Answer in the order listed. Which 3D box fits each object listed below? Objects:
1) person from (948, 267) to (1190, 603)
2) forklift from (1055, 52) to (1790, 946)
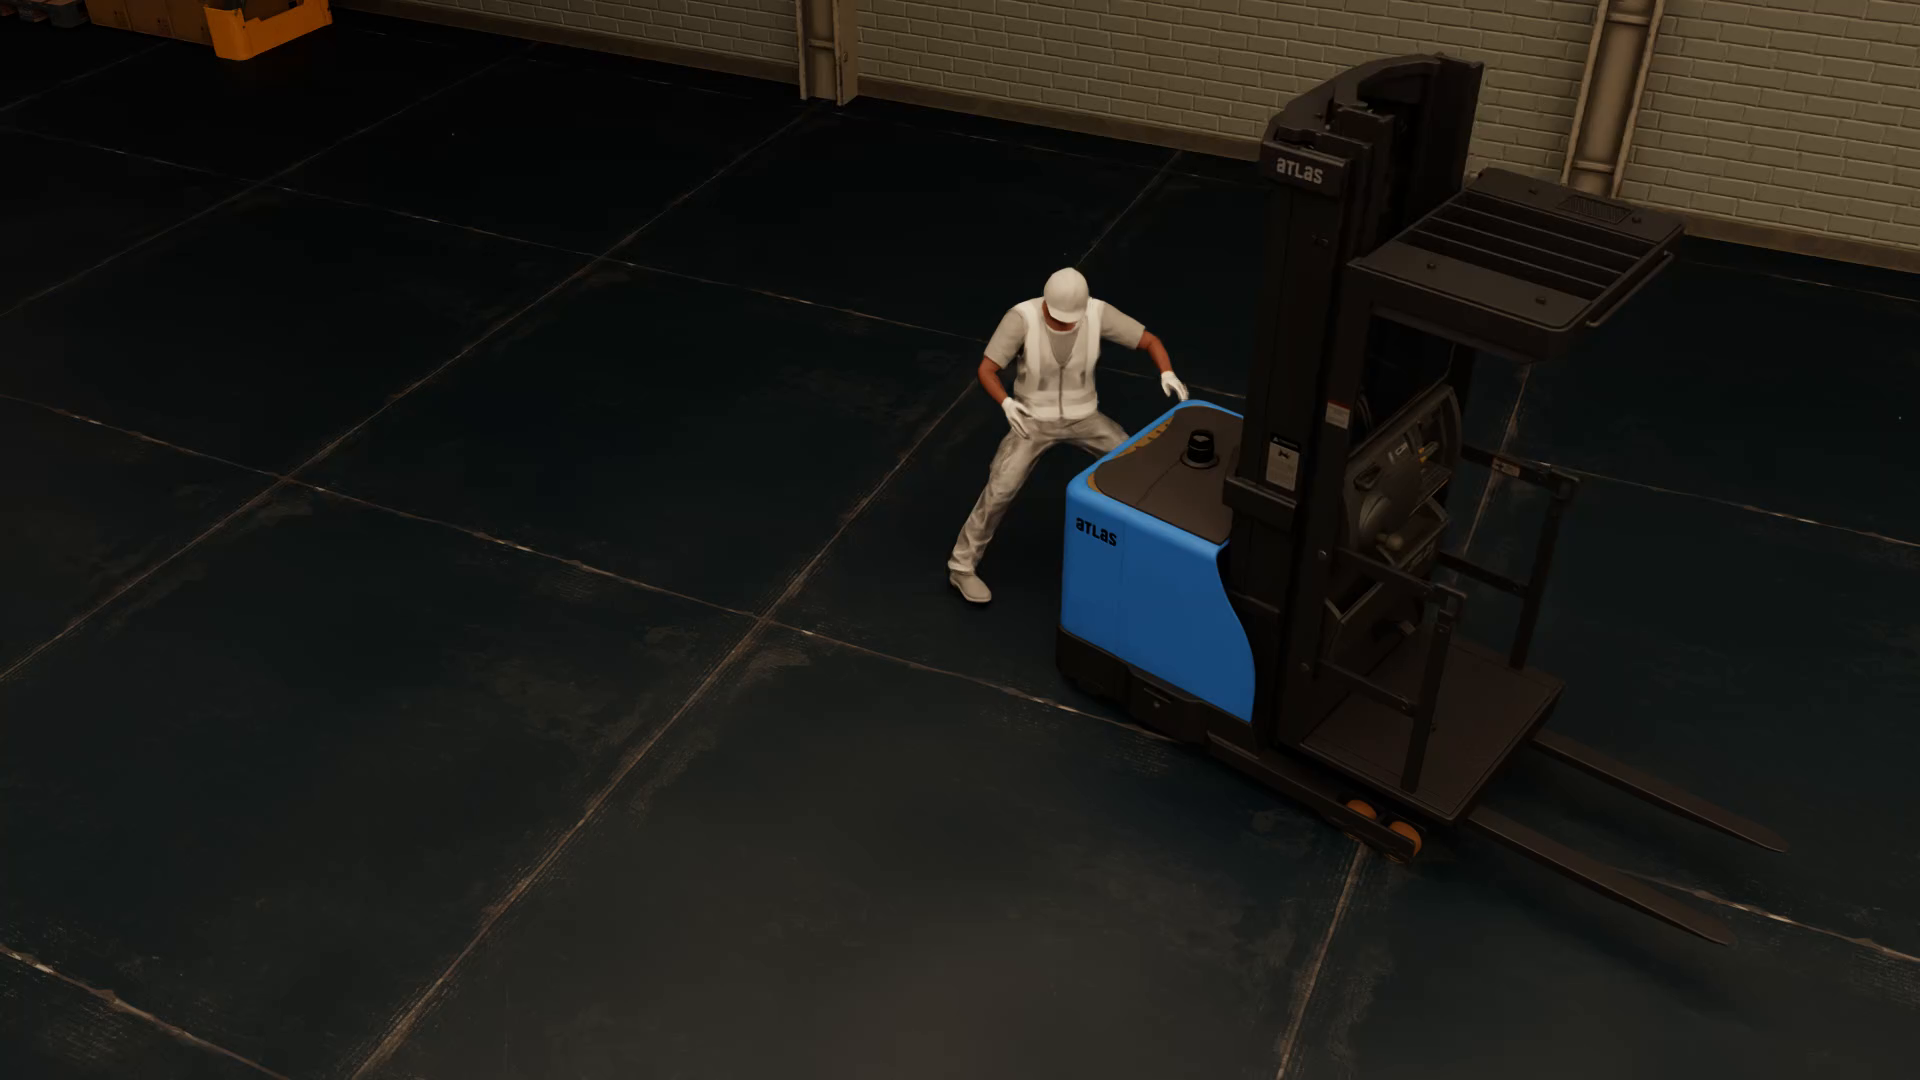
[{"bbox_3d":[0.568,-0.589,8.086,1.331,1.564,0.840,-5,36,-7],"label":"person"},{"bbox_3d":[1.894,-0.229,6.407,3.031,2.935,1.130,26,43,31],"label":"forklift"}]
